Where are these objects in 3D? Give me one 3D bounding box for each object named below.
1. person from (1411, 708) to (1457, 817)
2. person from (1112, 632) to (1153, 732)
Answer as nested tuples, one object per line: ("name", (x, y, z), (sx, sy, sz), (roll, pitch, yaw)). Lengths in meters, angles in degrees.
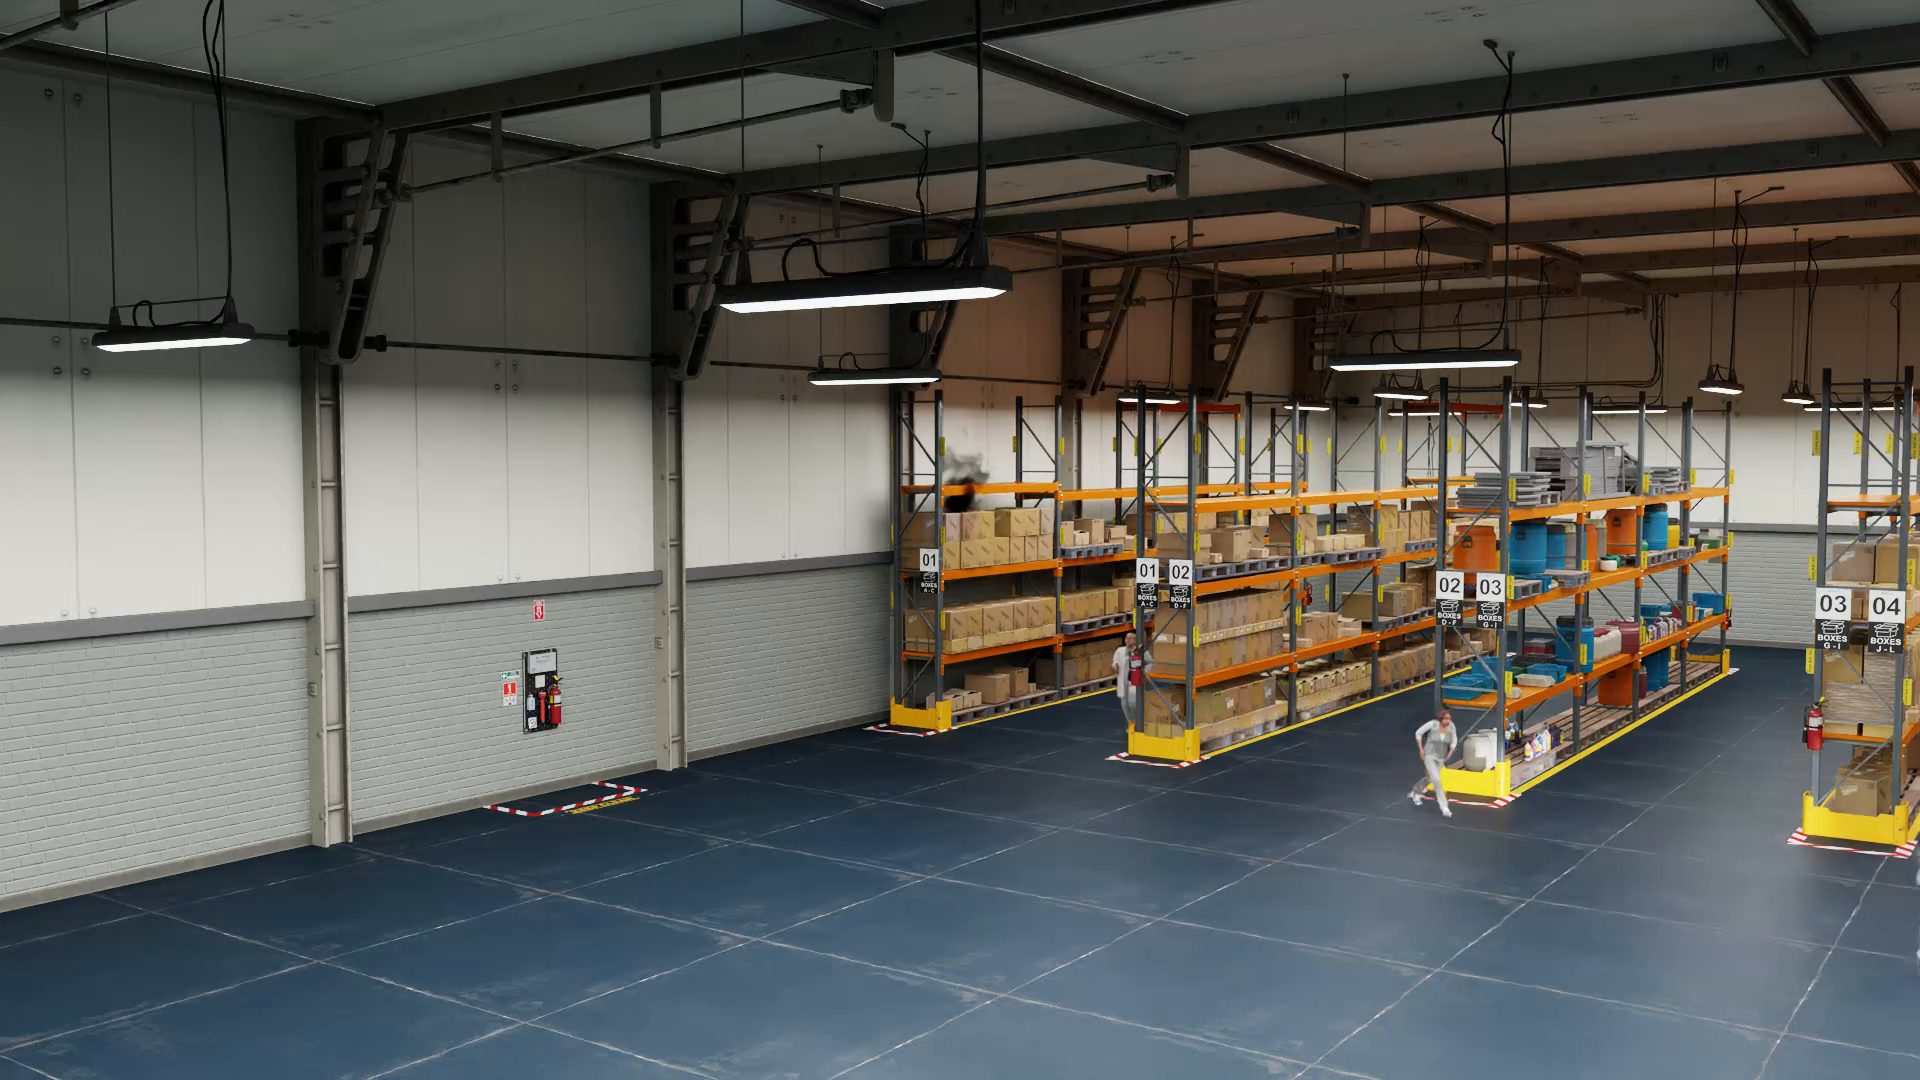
("person", (6.477, 2.995, 22.793), (0.544, 1.489, 0.905), (0, 3, -8))
("person", (2.933, 2.506, 28.808), (0.688, 1.797, 0.724), (2, 4, 26))
